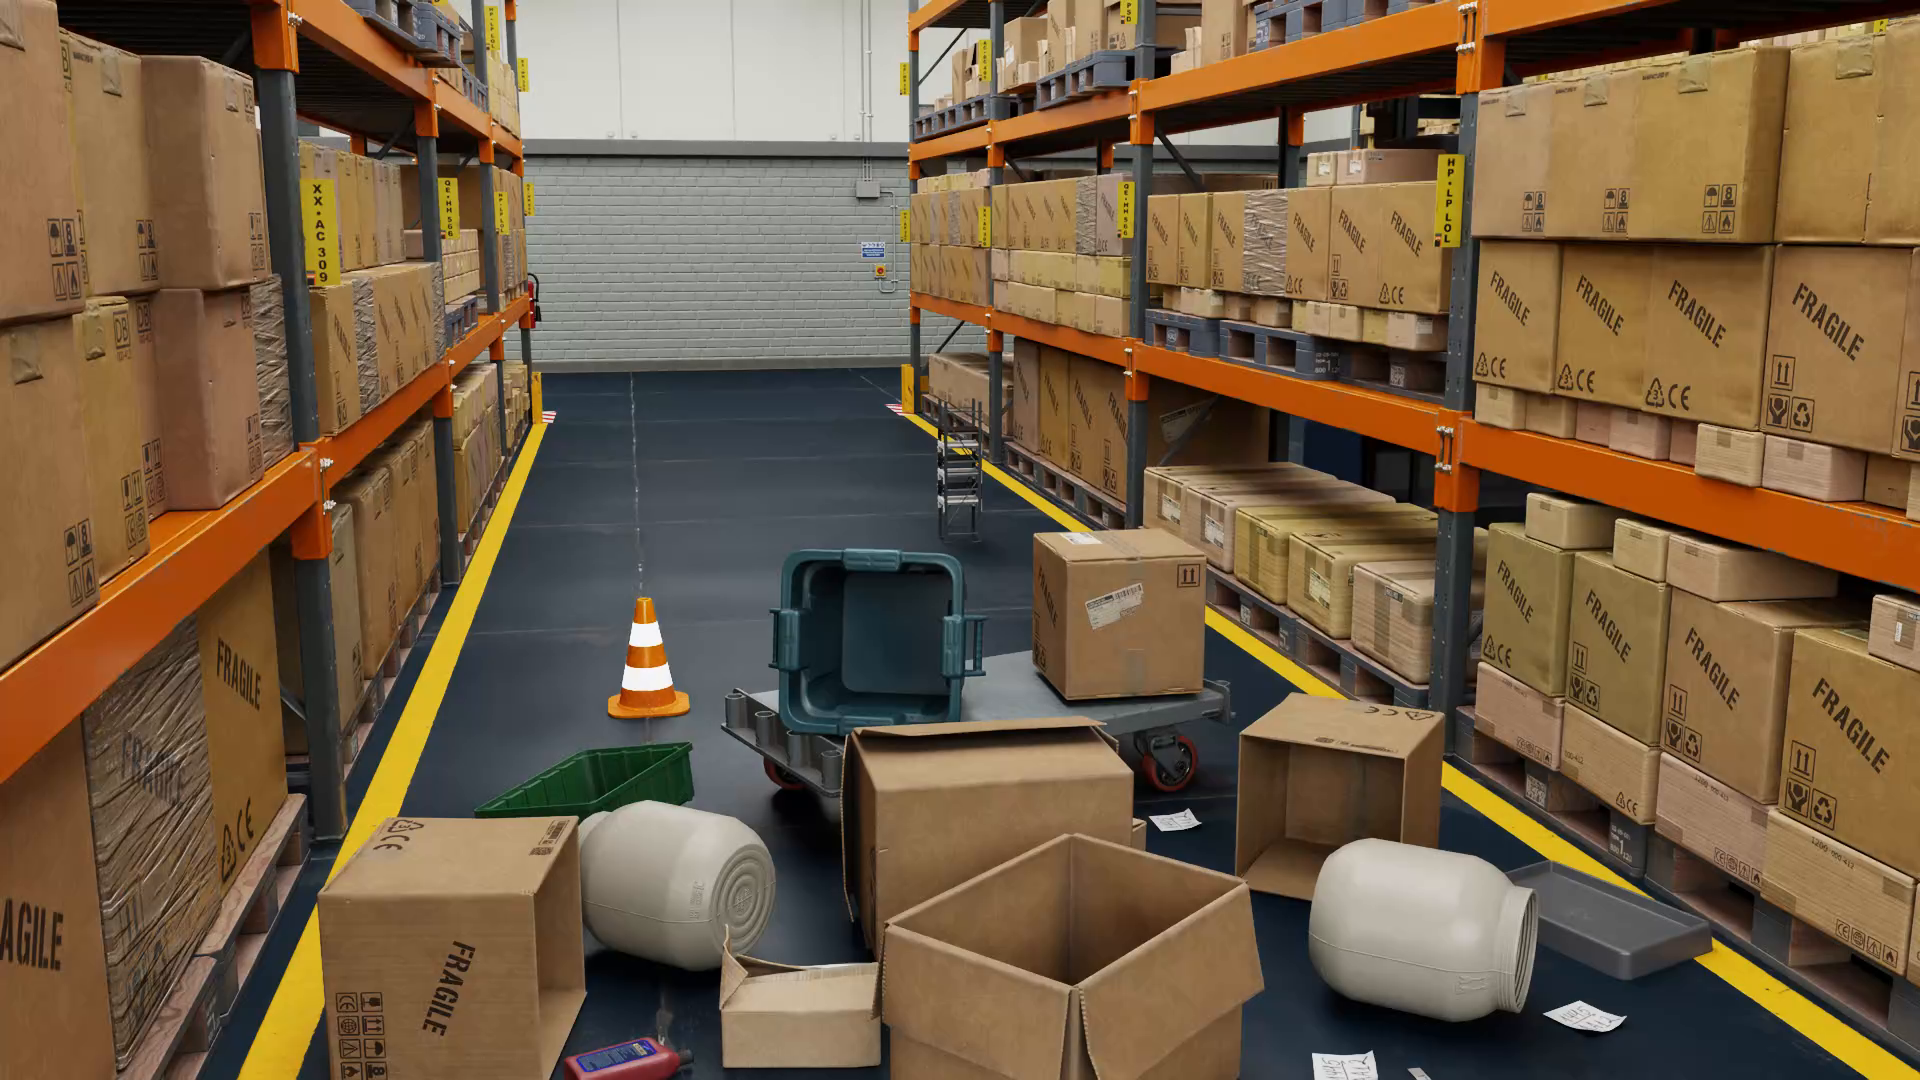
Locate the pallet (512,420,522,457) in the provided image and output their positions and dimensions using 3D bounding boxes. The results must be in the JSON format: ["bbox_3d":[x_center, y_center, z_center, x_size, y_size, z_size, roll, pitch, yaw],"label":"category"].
[{"bbox_3d":[-4.495,-0.915,14.940,1.003,0.211,1.213,-2,11,-11],"label":"pallet"}]

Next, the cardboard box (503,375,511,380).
[{"bbox_3d":[-4.232,-1.395,14.915,0.380,0.149,0.250,-2,11,-11],"label":"cardboard box"}]

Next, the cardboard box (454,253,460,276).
[{"bbox_3d":[-3.516,-1.816,10.967,0.380,0.149,0.250,-2,11,-9],"label":"cardboard box"}]

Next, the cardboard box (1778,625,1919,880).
[{"bbox_3d":[2.473,0.514,4.201,0.500,0.500,0.500,-2,11,-12],"label":"cardboard box"}]

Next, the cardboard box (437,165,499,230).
[{"bbox_3d":[-3.938,-2.717,13.212,0.500,0.500,0.500,-2,11,-10],"label":"cardboard box"}]

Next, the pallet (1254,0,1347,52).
[{"bbox_3d":[2.082,-2.359,7.547,1.213,0.211,1.003,-2,11,-11],"label":"pallet"}]

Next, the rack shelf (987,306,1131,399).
[{"bbox_3d":[1.136,-1.417,12.044,1.077,0.370,4.000,-2,11,-11],"label":"rack shelf"}]

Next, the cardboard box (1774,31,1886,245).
[{"bbox_3d":[2.515,-0.988,4.129,0.700,0.500,0.500,-2,11,-11],"label":"cardboard box"}]

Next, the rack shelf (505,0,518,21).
[{"bbox_3d":[-4.478,-4.898,14.295,1.077,0.370,4.000,-2,11,-11],"label":"rack shelf"}]

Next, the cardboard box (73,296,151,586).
[{"bbox_3d":[-2.129,-0.181,3.225,0.875,0.550,0.500,-2,11,-11],"label":"cardboard box"}]

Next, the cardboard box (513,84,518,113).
[{"bbox_3d":[-4.528,-4.243,16.007,0.500,0.250,0.500,-2,11,-13],"label":"cardboard box"}]

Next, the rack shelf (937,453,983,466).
[{"bbox_3d":[-0.002,-0.499,10.610,0.258,0.077,0.200,-2,11,-11],"label":"rack shelf"}]

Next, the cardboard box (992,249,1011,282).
[{"bbox_3d":[0.556,-2.218,13.394,0.500,0.250,0.500,-2,11,-13],"label":"cardboard box"}]

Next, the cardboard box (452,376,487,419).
[{"bbox_3d":[-3.493,-0.967,11.312,0.500,0.250,0.500,-3,11,-14],"label":"cardboard box"}]

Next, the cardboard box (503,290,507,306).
[{"bbox_3d":[-4.082,-2.070,14.220,0.380,0.149,0.250,-2,11,-10],"label":"cardboard box"}]

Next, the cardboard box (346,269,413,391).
[{"bbox_3d":[-2.664,-0.905,7.159,0.500,0.500,0.500,-2,11,-10],"label":"cardboard box"}]

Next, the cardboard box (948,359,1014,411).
[{"bbox_3d":[0.382,-1.534,16.462,0.875,0.438,0.875,-2,11,-9],"label":"cardboard box"}]

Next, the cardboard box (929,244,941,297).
[{"bbox_3d":[-0.012,-2.636,16.256,0.500,0.500,0.500,-2,11,-11],"label":"cardboard box"}]

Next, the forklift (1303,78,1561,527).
[{"bbox_3d":[3.154,-1.383,10.122,1.130,2.935,3.031,-2,11,-10],"label":"forklift"}]

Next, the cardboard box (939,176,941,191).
[{"bbox_3d":[0.004,-3.416,15.947,0.380,0.149,0.250,-2,11,-10],"label":"cardboard box"}]

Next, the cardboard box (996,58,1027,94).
[{"bbox_3d":[0.501,-3.647,13.048,0.396,0.266,0.258,-2,11,-12],"label":"cardboard box"}]

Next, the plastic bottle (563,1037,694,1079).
[{"bbox_3d":[-0.787,1.250,3.964,0.283,0.061,0.133,-6,13,-31],"label":"plastic bottle"}]

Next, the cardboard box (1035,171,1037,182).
[{"bbox_3d":[0.783,-3.156,14.577,0.380,0.149,0.250,-2,11,-12],"label":"cardboard box"}]

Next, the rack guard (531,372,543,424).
[{"bbox_3d":[-4.852,-1.431,16.876,1.175,0.500,0.348,-2,11,-11],"label":"rack guard"}]

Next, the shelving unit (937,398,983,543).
[{"bbox_3d":[-0.002,-0.444,10.620,0.258,0.900,0.210,-2,11,-11],"label":"shelving unit"}]

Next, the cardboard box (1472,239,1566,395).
[{"bbox_3d":[2.115,-0.775,5.681,0.500,0.500,0.500,-2,11,-11],"label":"cardboard box"}]

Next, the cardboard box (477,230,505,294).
[{"bbox_3d":[-3.938,-2.234,13.349,0.500,0.500,0.500,-2,11,-12],"label":"cardboard box"}]

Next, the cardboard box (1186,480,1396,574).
[{"bbox_3d":[1.776,-0.080,9.001,0.950,0.372,0.625,-2,11,-12],"label":"cardboard box"}]

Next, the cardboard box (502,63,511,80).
[{"bbox_3d":[-4.354,-4.323,15.364,0.380,0.149,0.250,-2,11,-10],"label":"cardboard box"}]

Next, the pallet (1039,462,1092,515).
[{"bbox_3d":[1.212,-0.405,12.258,1.003,0.211,1.213,-2,11,-11],"label":"pallet"}]

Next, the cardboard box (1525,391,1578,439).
[{"bbox_3d":[2.149,-0.433,5.621,0.380,0.149,0.250,-2,11,-9],"label":"cardboard box"}]

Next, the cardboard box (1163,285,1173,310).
[{"bbox_3d":[1.406,-1.420,9.686,0.380,0.149,0.250,-3,11,-14],"label":"cardboard box"}]

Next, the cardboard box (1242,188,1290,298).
[{"bbox_3d":[1.693,-1.430,8.001,0.500,0.500,0.500,-3,11,-13],"label":"cardboard box"}]

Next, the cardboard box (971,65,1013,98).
[{"bbox_3d":[0.309,-3.906,14.142,0.396,0.266,0.258,-2,11,-9],"label":"cardboard box"}]

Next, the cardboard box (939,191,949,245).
[{"bbox_3d":[0.096,-3.033,15.667,0.500,0.500,0.500,-2,11,-11],"label":"cardboard box"}]

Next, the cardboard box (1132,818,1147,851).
[{"bbox_3d":[0.356,0.900,5.256,0.396,0.266,0.258,9,14,38],"label":"cardboard box"}]

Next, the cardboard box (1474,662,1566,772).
[{"bbox_3d":[2.153,0.592,5.793,0.500,0.250,0.500,-3,11,-14],"label":"cardboard box"}]

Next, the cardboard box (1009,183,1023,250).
[{"bbox_3d":[0.677,-2.494,12.838,0.500,0.500,0.500,-2,11,-11],"label":"cardboard box"}]

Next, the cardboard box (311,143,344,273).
[{"bbox_3d":[-2.835,-1.290,6.509,0.700,0.500,0.500,-2,11,-11],"label":"cardboard box"}]

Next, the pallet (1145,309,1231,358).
[{"bbox_3d":[1.768,-1.183,9.402,1.213,0.211,1.003,-2,11,-11],"label":"pallet"}]

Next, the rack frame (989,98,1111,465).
[{"bbox_3d":[0.747,-2.138,13.904,1.000,3.000,0.127,-2,11,-11],"label":"rack frame"}]

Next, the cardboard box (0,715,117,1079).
[{"bbox_3d":[-2.125,0.816,2.946,0.875,0.875,0.875,-2,11,-12],"label":"cardboard box"}]

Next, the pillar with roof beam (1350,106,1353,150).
[{"bbox_3d":[0.974,-6.370,20.098,9.100,9.000,0.400,-2,11,-11],"label":"pillar with roof beam"}]

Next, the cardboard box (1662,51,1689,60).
[{"bbox_3d":[5.600,-3.719,12.679,0.380,0.149,0.250,-2,11,-11],"label":"cardboard box"}]

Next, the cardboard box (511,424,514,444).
[{"bbox_3d":[-3.896,-0.872,13.757,0.380,0.149,0.250,-2,11,-9],"label":"cardboard box"}]

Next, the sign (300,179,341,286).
[{"bbox_3d":[-1.989,-0.956,5.172,0.100,0.325,0.005,-2,11,-11],"label":"sign"}]

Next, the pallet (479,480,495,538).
[{"bbox_3d":[-3.695,-0.202,11.194,1.003,0.211,1.213,-2,11,-11],"label":"pallet"}]

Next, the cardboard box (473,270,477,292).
[{"bbox_3d":[-3.766,-1.909,12.250,0.380,0.149,0.250,-2,11,-11],"label":"cardboard box"}]

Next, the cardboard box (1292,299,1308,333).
[{"bbox_3d":[1.748,-1.025,7.609,0.380,0.149,0.250,-2,11,-11],"label":"cardboard box"}]

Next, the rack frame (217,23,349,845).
[{"bbox_3d":[-2.533,-0.472,5.152,1.000,3.000,0.127,-2,11,-11],"label":"rack frame"}]

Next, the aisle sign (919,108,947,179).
[{"bbox_3d":[-0.330,-4.151,17.530,0.394,0.787,0.004,-2,11,-11],"label":"aisle sign"}]

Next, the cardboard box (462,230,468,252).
[{"bbox_3d":[-3.667,-2.103,11.679,0.380,0.149,0.250,-2,11,-11],"label":"cardboard box"}]

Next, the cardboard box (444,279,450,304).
[{"bbox_3d":[-3.359,-1.526,10.239,0.380,0.149,0.250,-2,11,-8],"label":"cardboard box"}]

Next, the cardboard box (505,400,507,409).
[{"bbox_3d":[-4.146,-1.156,14.456,0.380,0.149,0.250,-2,11,-8],"label":"cardboard box"}]

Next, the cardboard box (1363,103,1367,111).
[{"bbox_3d":[4.677,-4.753,17.894,0.500,0.250,0.500,-2,11,-12],"label":"cardboard box"}]

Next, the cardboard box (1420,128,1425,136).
[{"bbox_3d":[4.895,-4.100,16.867,0.380,0.149,0.250,-2,11,-12],"label":"cardboard box"}]

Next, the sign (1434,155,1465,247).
[{"bbox_3d":[1.759,-1.218,5.978,0.100,0.325,0.005,-2,11,-11],"label":"sign"}]

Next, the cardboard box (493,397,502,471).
[{"bbox_3d":[-3.698,-0.791,12.391,0.500,0.500,0.500,-2,11,-12],"label":"cardboard box"}]
